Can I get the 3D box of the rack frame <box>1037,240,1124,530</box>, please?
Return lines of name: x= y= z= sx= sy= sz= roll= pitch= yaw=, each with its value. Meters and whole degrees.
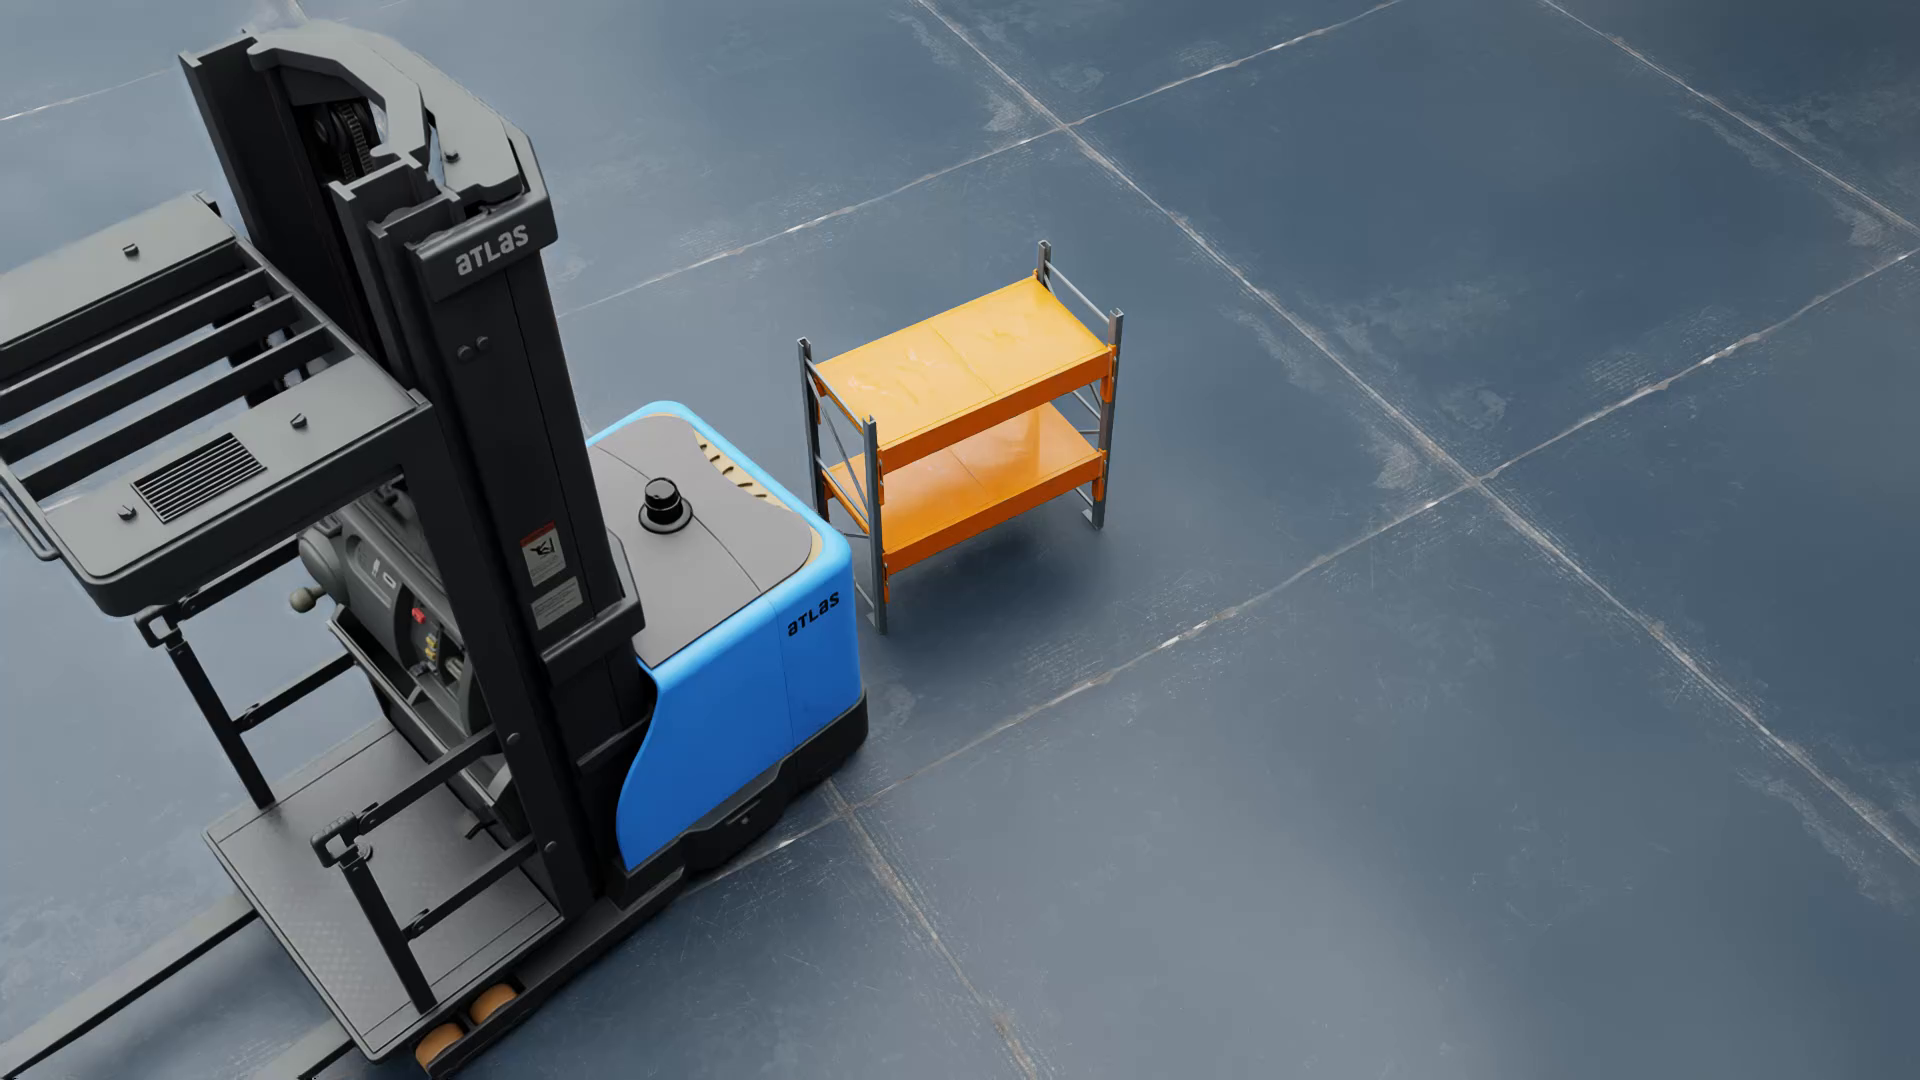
rack frame: x=0.436 y=-0.579 z=6.458 sx=0.032 sy=1.125 sz=0.500 roll=-25 pitch=53 yaw=-21

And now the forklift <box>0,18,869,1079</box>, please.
forklift: x=-1.745 y=0.253 z=4.507 sx=3.031 sy=2.935 sz=1.130 roll=-35 pitch=57 yaw=-27

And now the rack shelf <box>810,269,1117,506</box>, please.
rack shelf: x=0.006 y=-0.571 z=6.059 sx=1.000 sy=0.278 sz=0.538 roll=-25 pitch=53 yaw=-21

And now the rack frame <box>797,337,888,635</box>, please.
rack frame: x=-0.424 y=-0.174 z=6.097 sx=0.032 sy=1.125 sz=0.500 roll=-25 pitch=53 yaw=-21

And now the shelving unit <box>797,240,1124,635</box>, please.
shelving unit: x=0.006 y=-0.377 z=6.278 sx=1.048 sy=1.125 sz=0.538 roll=-25 pitch=53 yaw=-21

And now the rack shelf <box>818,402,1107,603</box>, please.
rack shelf: x=0.006 y=-0.214 z=6.460 sx=1.000 sy=0.278 sz=0.538 roll=-25 pitch=53 yaw=-21
